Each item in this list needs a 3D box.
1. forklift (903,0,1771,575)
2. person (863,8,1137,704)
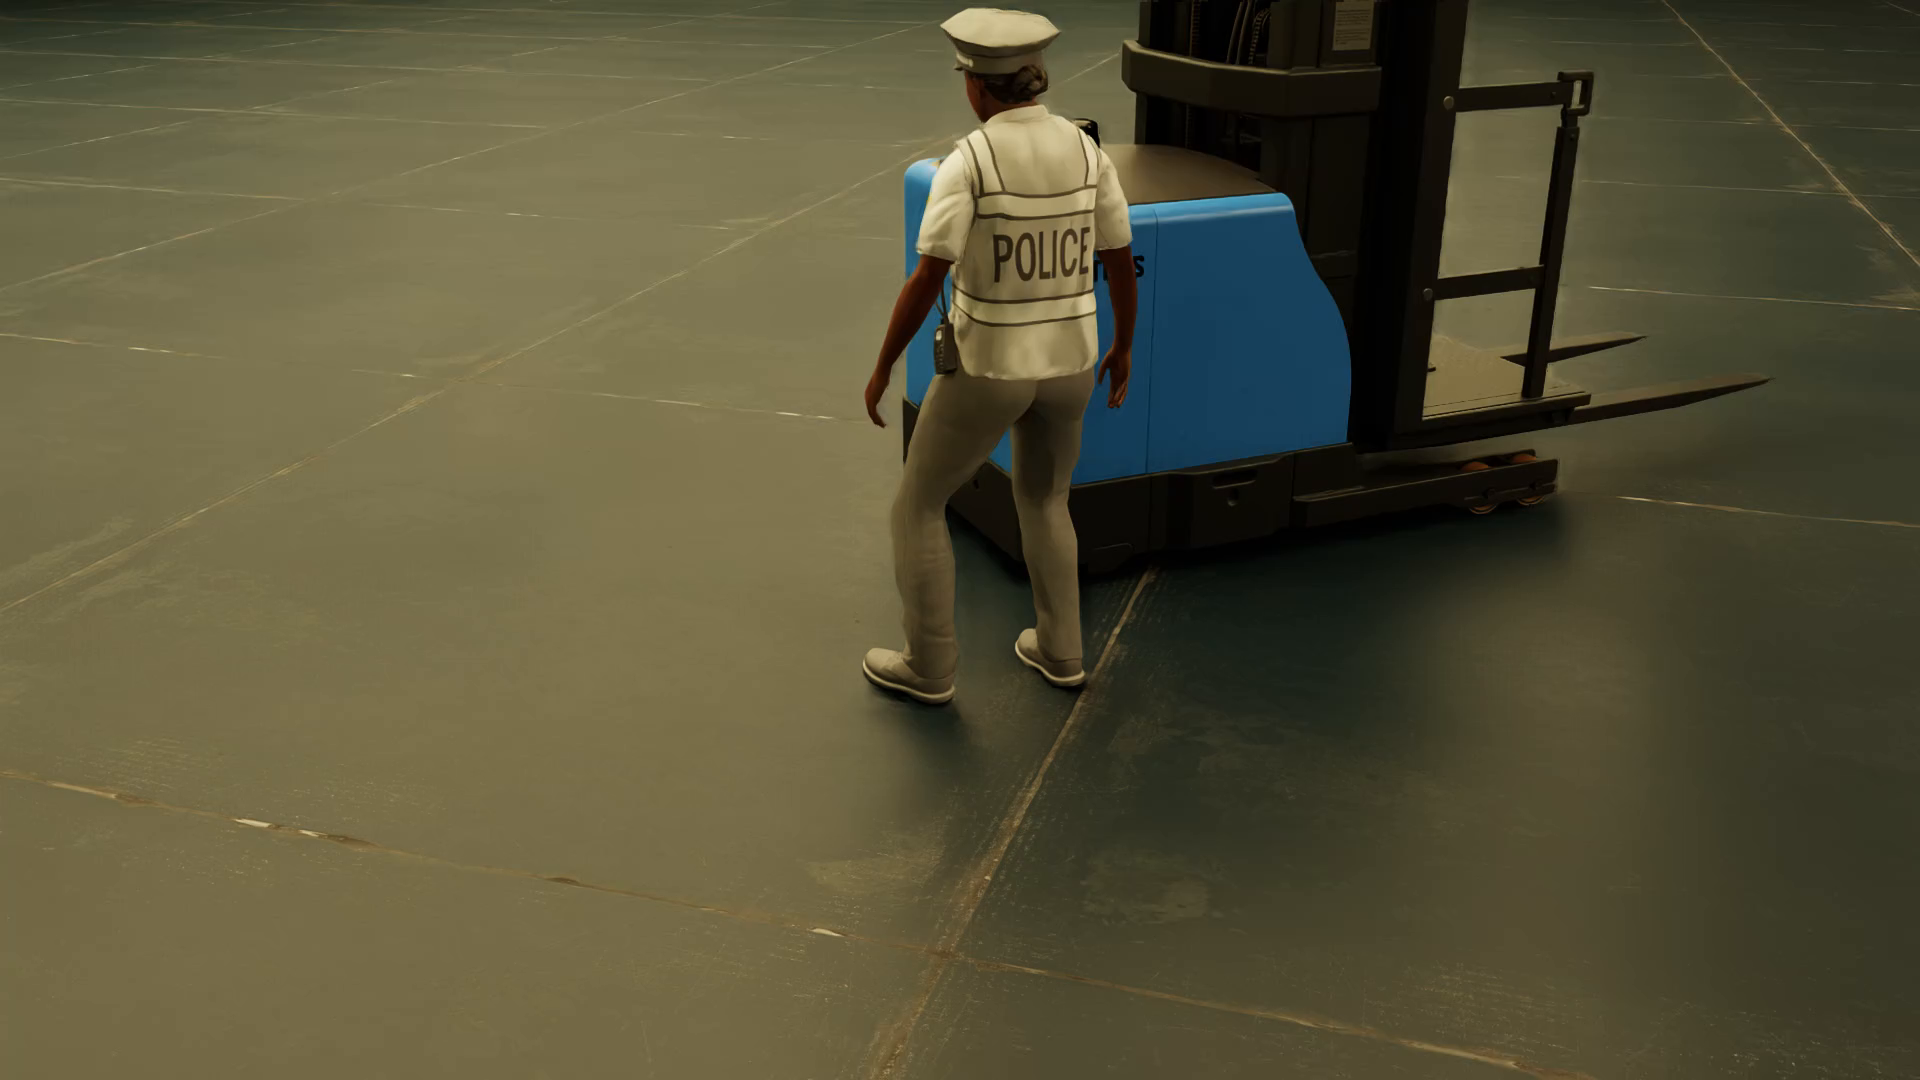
[{"bbox_3d":[1.376,-1.610,5.179,3.031,2.935,1.130,-10,24,-22],"label":"forklift"},{"bbox_3d":[0.113,-0.413,3.989,0.705,1.632,0.376,-11,25,-25],"label":"person"}]
